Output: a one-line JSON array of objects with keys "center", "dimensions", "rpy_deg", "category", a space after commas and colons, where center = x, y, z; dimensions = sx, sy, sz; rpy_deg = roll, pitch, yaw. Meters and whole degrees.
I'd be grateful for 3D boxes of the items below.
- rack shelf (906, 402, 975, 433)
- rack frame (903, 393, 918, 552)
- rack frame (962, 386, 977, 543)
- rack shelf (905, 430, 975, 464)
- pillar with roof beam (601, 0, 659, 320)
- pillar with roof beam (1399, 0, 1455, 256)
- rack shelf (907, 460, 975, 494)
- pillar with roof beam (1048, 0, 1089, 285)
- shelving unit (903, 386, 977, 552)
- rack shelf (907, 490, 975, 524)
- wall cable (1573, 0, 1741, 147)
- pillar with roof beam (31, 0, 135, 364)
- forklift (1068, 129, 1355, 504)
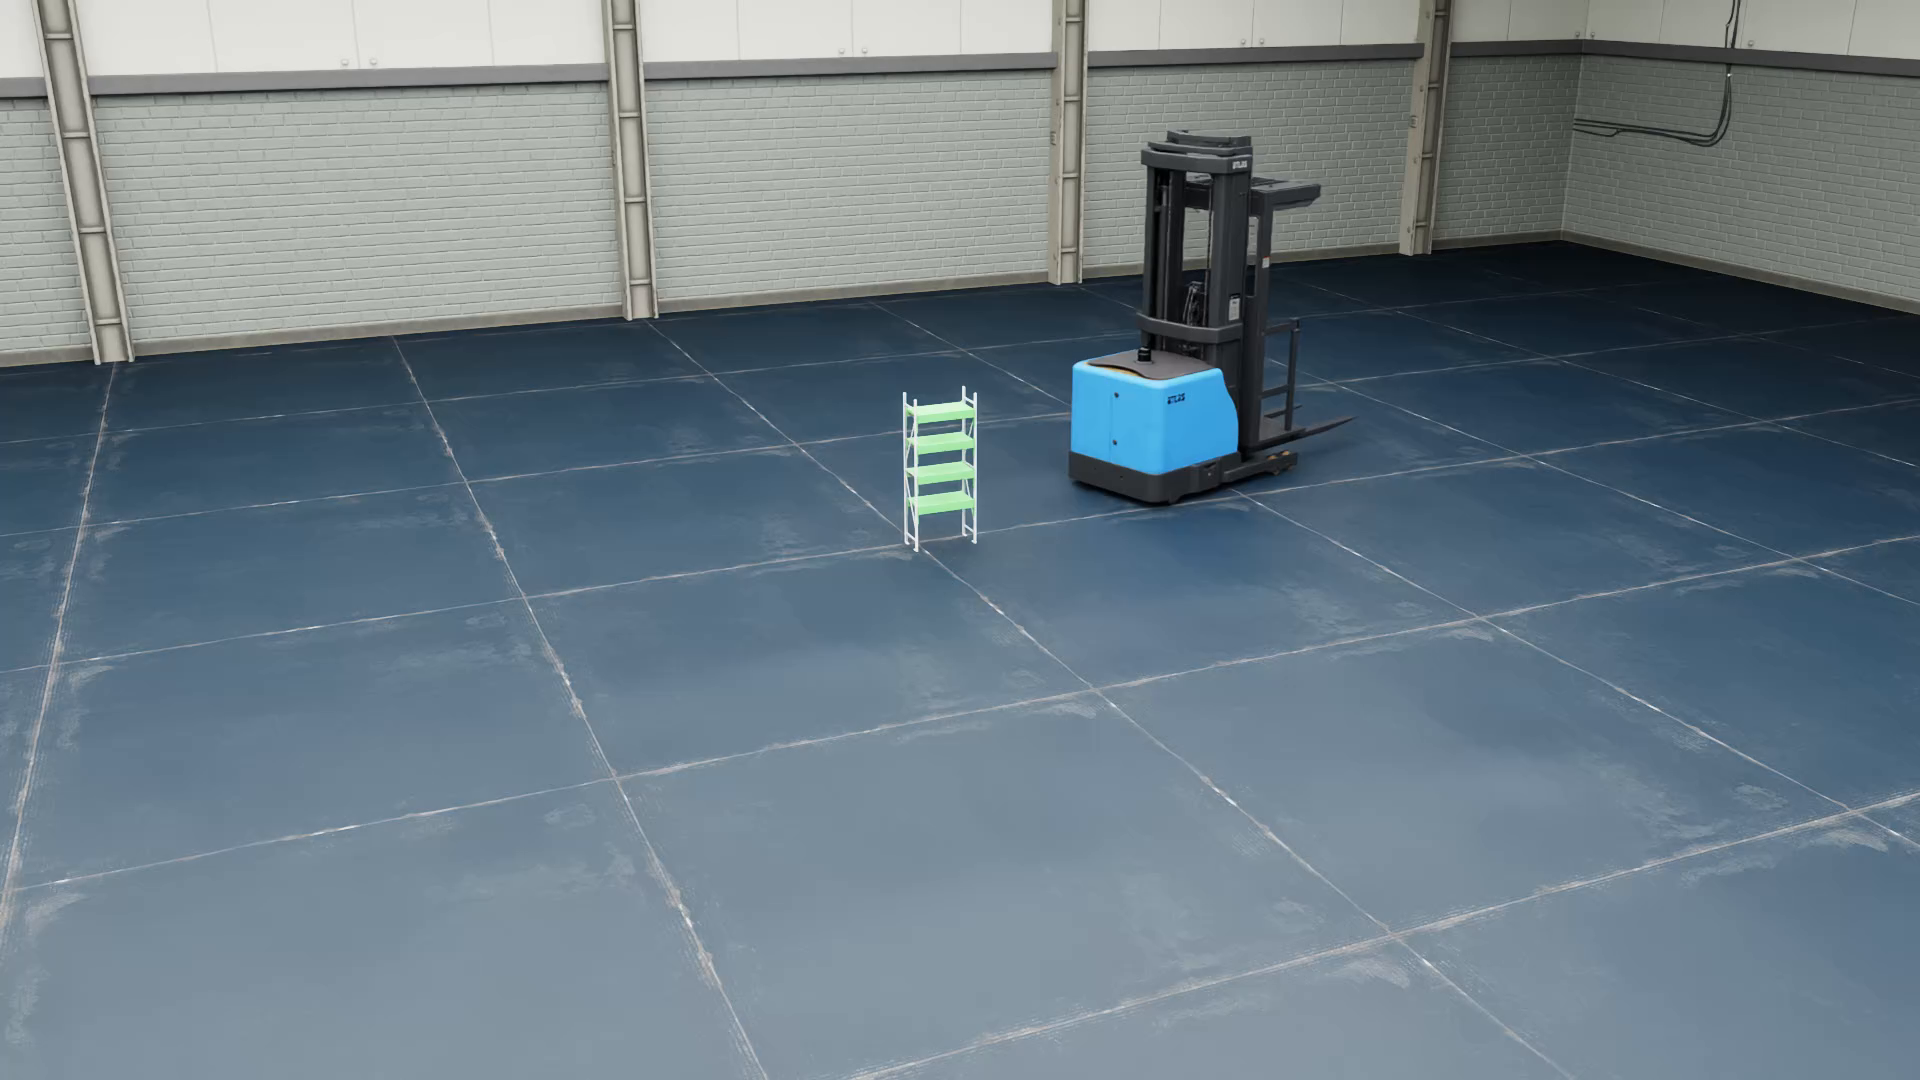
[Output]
[{"center": [-0.152, -0.937, 12.623], "dimensions": [0.480, 0.148, 0.258], "rpy_deg": [-8, 21, -22], "category": "rack shelf"}, {"center": [-0.376, -0.512, 12.670], "dimensions": [0.015, 1.200, 0.240], "rpy_deg": [-8, 21, -22], "category": "rack frame"}, {"center": [0.072, -0.576, 12.852], "dimensions": [0.015, 1.200, 0.240], "rpy_deg": [-8, 21, -22], "category": "rack frame"}, {"center": [-0.152, -0.710, 12.702], "dimensions": [0.480, 0.148, 0.258], "rpy_deg": [-8, 21, -22], "category": "rack shelf"}, {"center": [-2.337, -5.756, 15.819], "dimensions": [0.400, 9.000, 9.100], "rpy_deg": [-8, 21, -22], "category": "pillar with roof beam"}, {"center": [8.682, -7.334, 20.303], "dimensions": [0.400, 9.000, 9.100], "rpy_deg": [-8, 21, -22], "category": "pillar with roof beam"}, {"center": [-0.152, -0.484, 12.782], "dimensions": [0.480, 0.148, 0.258], "rpy_deg": [-8, 21, -22], "category": "rack shelf"}, {"center": [3.172, -6.545, 18.061], "dimensions": [0.400, 9.000, 9.100], "rpy_deg": [-8, 21, -22], "category": "pillar with roof beam"}, {"center": [-0.152, -0.544, 12.761], "dimensions": [0.503, 1.200, 0.258], "rpy_deg": [-8, 21, -22], "category": "shelving unit"}, {"center": [-0.152, -0.258, 12.862], "dimensions": [0.480, 0.148, 0.258], "rpy_deg": [-8, 21, -22], "category": "rack shelf"}, {"center": [10.205, -7.167, 24.502], "dimensions": [0.112, 2.526, 3.097], "rpy_deg": [-8, 21, -22], "category": "wall cable"}, {"center": [-7.846, -4.966, 13.578], "dimensions": [0.400, 9.000, 9.100], "rpy_deg": [-8, 21, -22], "category": "pillar with roof beam"}, {"center": [2.370, -2.075, 14.501], "dimensions": [3.031, 2.935, 1.130], "rpy_deg": [-17, 25, -39], "category": "forklift"}]
